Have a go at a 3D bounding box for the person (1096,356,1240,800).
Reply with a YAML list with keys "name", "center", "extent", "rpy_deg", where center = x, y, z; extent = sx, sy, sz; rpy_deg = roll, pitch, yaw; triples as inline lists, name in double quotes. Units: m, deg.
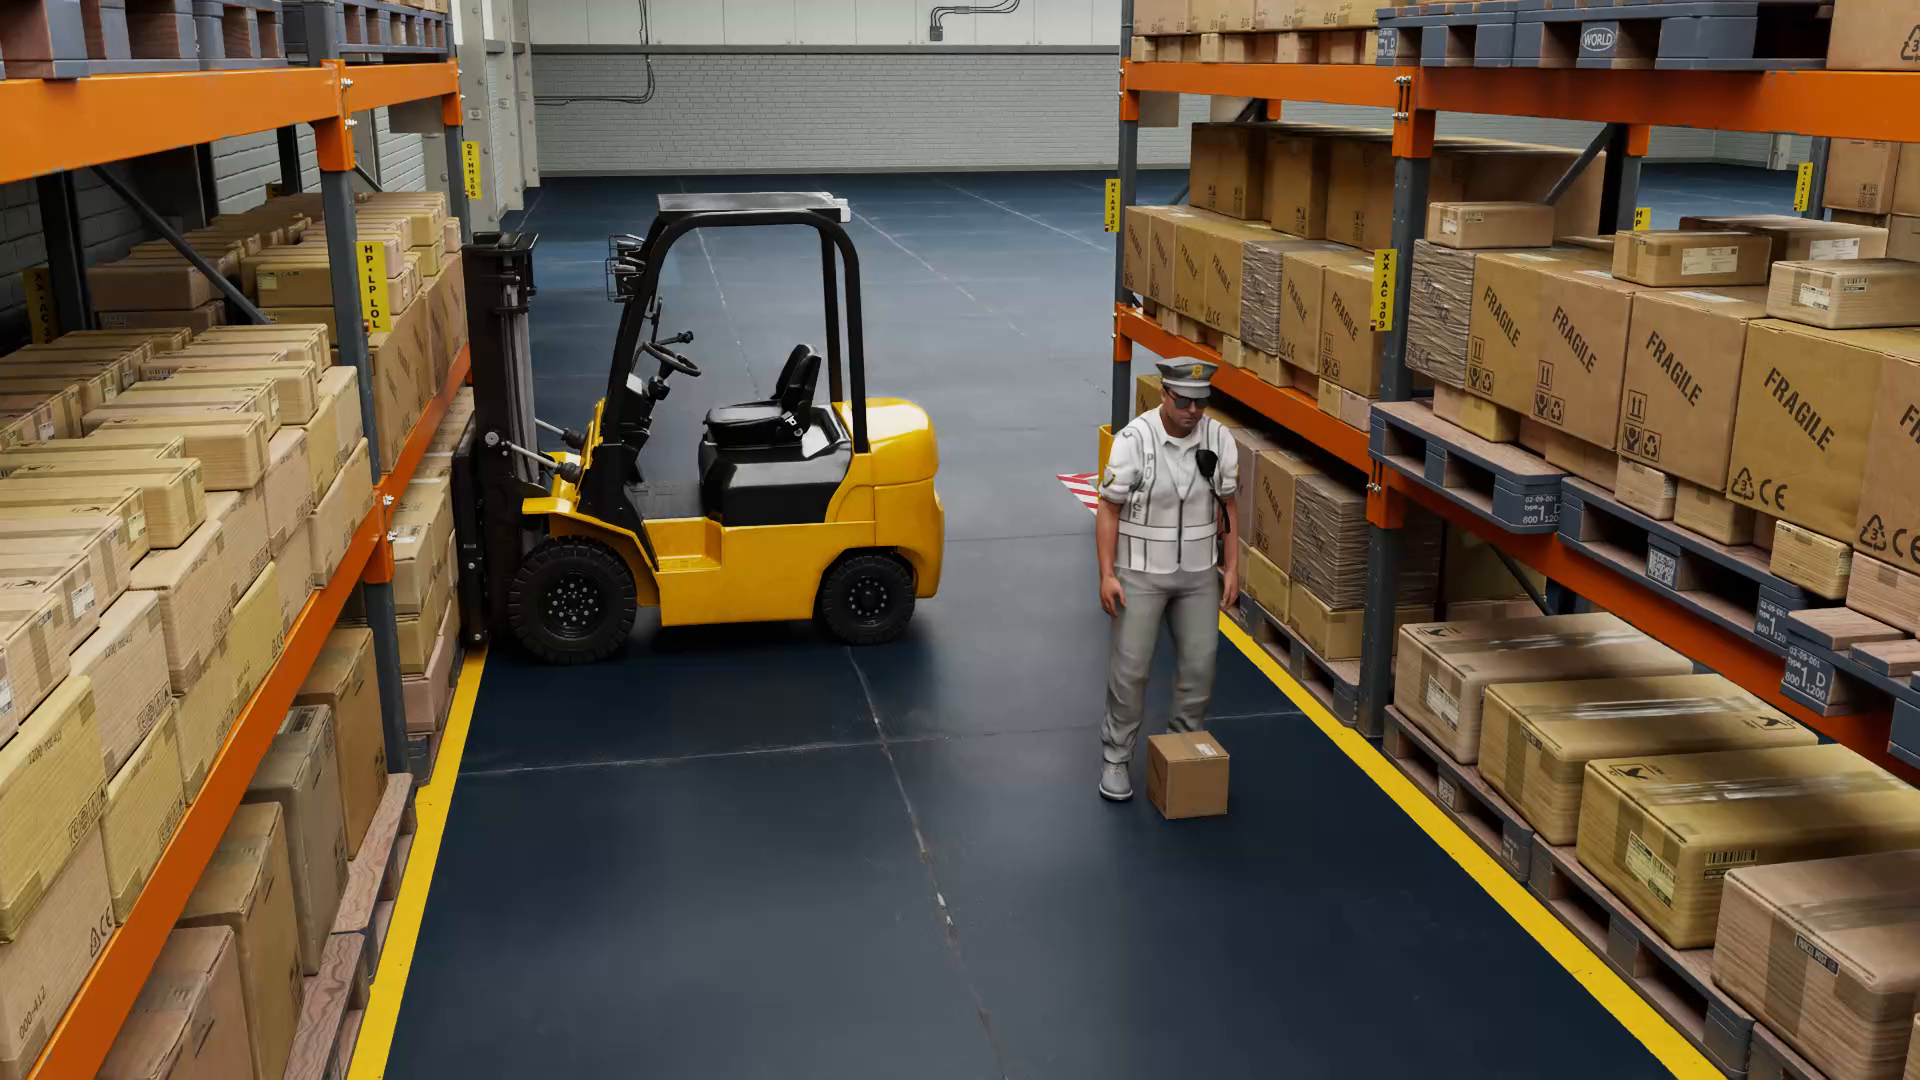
- name: "person"
  center: [0.818, 0.129, 6.576]
  extent: [0.585, 1.749, 0.438]
  rpy_deg: [-3, 17, -11]
